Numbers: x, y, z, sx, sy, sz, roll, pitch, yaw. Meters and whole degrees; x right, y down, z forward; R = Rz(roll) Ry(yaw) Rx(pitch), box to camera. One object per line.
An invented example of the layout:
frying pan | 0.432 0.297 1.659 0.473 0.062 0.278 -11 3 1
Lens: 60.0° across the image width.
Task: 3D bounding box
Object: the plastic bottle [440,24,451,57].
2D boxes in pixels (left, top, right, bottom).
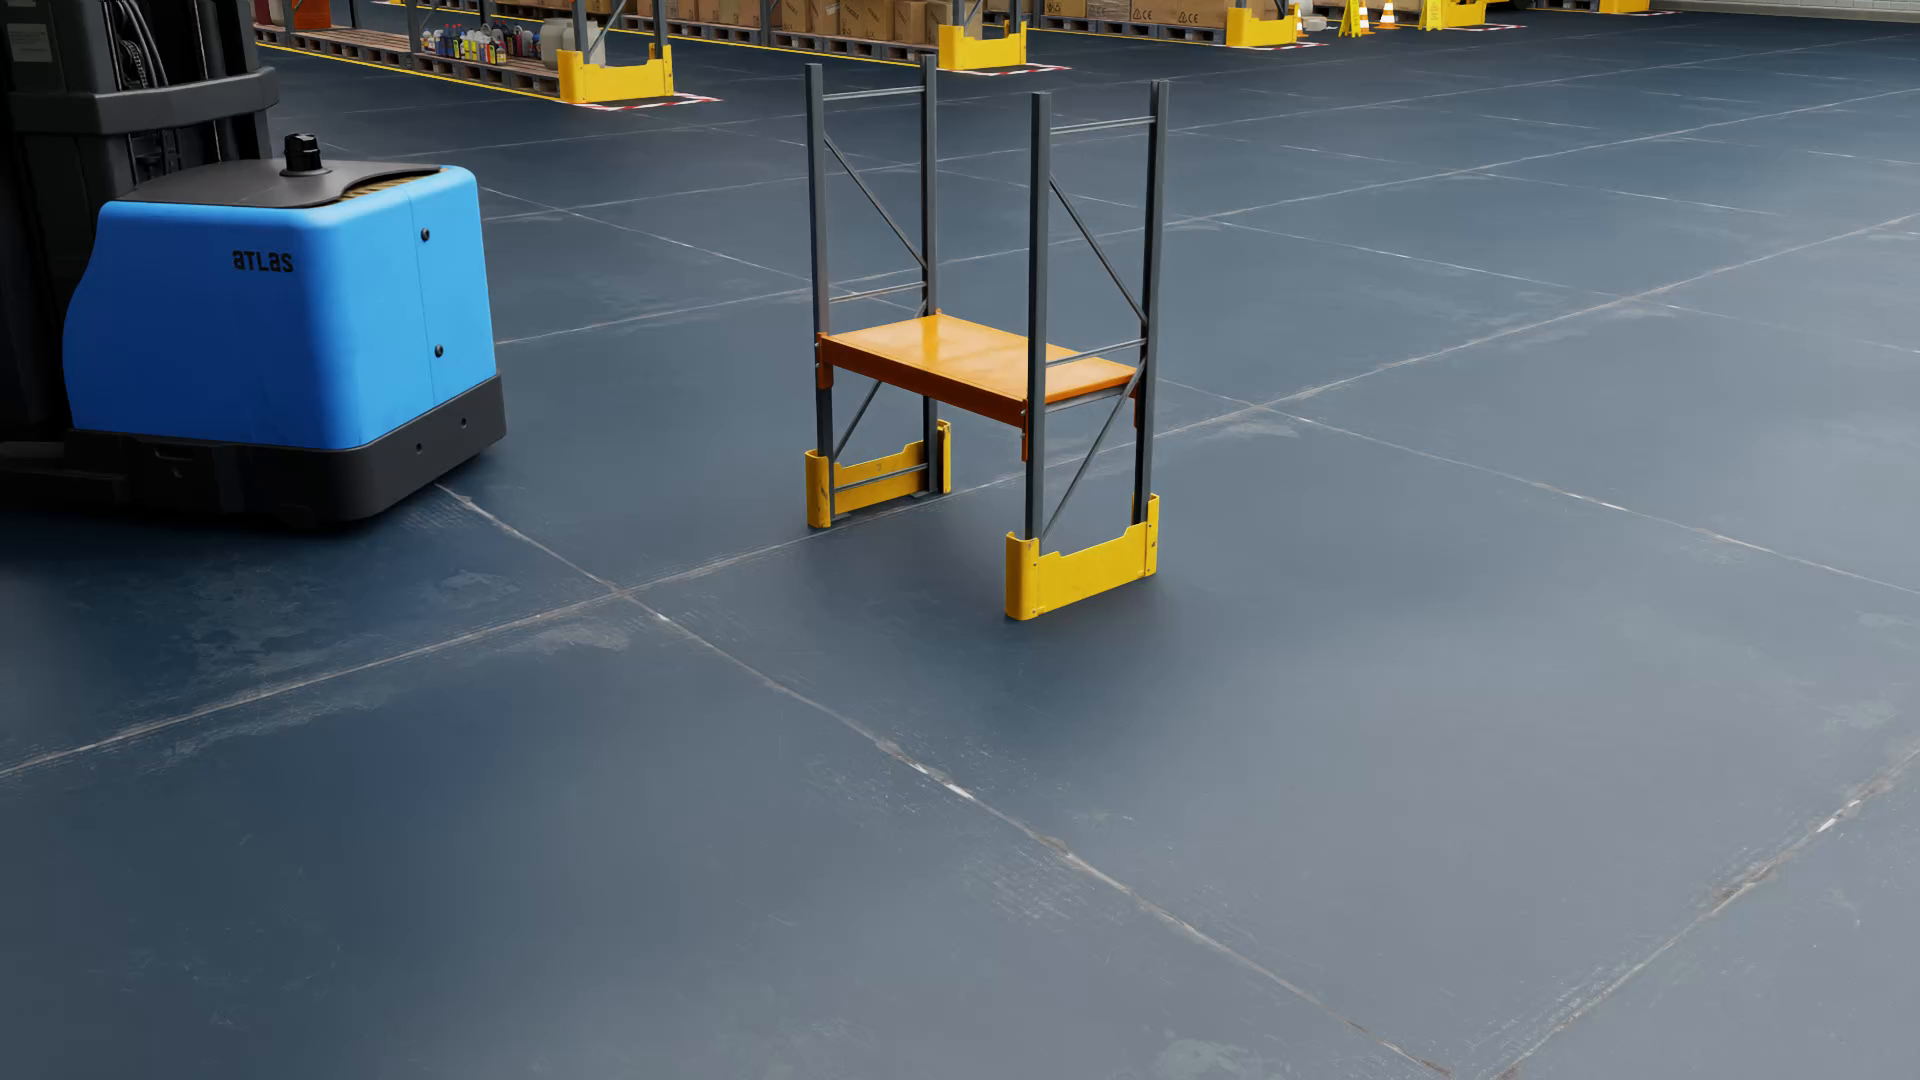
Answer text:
plastic bottle | -5.824 -5.682 18.908 0.144 0.351 0.185 -17 27 -36

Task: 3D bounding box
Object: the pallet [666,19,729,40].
pallet | -3.594 -7.465 24.255 1.003 0.211 1.213 -17 27 -37

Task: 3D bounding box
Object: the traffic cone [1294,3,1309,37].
traffic cone | 4.879 -7.563 24.159 0.336 0.463 0.334 -17 27 -37

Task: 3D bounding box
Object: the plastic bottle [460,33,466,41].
plastic bottle | -5.576 -5.562 18.708 0.097 0.271 0.097 0 21 0

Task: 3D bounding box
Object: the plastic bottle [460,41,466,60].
plastic bottle | -5.534 -5.477 18.588 0.097 0.201 0.097 0 21 0

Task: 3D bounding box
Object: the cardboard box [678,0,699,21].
cardboard box | -3.696 -7.872 24.295 0.700 0.500 0.500 -15 26 -33

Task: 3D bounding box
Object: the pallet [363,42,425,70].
pallet | -6.578 -5.942 20.366 1.003 0.211 1.213 -17 27 -37

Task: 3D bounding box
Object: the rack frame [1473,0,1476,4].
rack frame | 7.834 -9.466 25.539 1.000 3.000 0.127 -17 27 -37

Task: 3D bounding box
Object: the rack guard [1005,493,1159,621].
rack guard | 0.375 0.042 5.033 0.587 0.250 0.087 -17 27 -37

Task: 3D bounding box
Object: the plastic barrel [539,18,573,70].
plastic barrel | -4.240 -5.267 17.654 0.421 0.512 0.421 0 21 0

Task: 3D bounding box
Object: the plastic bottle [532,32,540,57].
plastic bottle | -4.794 -5.616 18.846 0.097 0.271 0.097 0 21 0

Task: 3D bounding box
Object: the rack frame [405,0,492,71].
rack frame | -6.036 -7.033 19.327 1.000 3.000 0.127 -17 27 -37

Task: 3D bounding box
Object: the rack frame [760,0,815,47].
rack frame | -2.284 -8.212 22.337 1.000 3.000 0.127 -17 27 -37

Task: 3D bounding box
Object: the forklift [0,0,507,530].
forklift | -3.293 -1.670 5.728 3.031 2.935 1.130 5 22 13

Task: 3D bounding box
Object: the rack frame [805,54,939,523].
rack frame | -0.276 -0.815 5.509 0.500 1.500 0.032 -17 27 -37

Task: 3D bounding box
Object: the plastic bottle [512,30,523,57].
plastic bottle | -5.039 -5.650 18.917 0.061 0.283 0.133 -17 27 -37

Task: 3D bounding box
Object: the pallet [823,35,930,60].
pallet | -1.018 -6.399 21.532 1.003 0.211 1.213 -17 27 -37

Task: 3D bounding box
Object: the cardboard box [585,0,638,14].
cardboard box | -5.330 -8.719 25.969 1.225 0.875 0.875 -19 28 -40

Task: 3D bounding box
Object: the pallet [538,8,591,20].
pallet | -6.145 -8.591 27.129 1.003 0.211 1.213 -17 27 -37

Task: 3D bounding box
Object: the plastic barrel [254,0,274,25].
plastic barrel | -9.717 -7.654 23.643 0.600 0.588 0.708 -17 27 -37

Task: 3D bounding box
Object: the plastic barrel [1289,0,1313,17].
plastic barrel | 5.339 -8.477 26.545 0.512 0.421 0.421 0 21 -1

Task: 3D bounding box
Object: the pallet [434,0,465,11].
pallet | -8.744 -9.690 29.934 1.003 0.211 1.213 -17 27 -37

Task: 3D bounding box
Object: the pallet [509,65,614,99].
pallet | -4.037 -4.865 17.615 1.003 0.211 1.213 -17 27 -37

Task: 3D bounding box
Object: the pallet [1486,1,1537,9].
pallet | 10.269 -9.888 30.441 1.003 0.211 1.213 -17 27 -37

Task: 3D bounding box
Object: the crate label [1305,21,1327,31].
crate label | 5.397 -7.789 25.183 0.298 0.136 0.250 7 23 18

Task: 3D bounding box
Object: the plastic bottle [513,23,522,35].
plastic bottle | -5.062 -5.753 19.087 0.144 0.351 0.185 -18 27 -38

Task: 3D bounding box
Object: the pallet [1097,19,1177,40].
pallet | 2.777 -7.500 24.344 1.003 0.211 1.213 -17 27 -37

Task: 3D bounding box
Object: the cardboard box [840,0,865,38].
cardboard box | -1.209 -6.814 21.620 0.500 0.500 0.500 19 29 40

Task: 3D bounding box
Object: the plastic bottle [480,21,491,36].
plastic bottle | -5.507 -5.861 19.363 0.144 0.351 0.185 -17 27 -37

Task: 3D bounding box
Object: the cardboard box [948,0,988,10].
cardboard box | 0.439 -8.930 26.680 1.050 0.750 0.750 -17 27 -37

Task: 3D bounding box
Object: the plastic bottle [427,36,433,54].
plastic bottle | -6.094 -5.714 19.194 0.097 0.201 0.097 0 21 0

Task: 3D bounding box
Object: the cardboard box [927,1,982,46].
cardboard box | -0.068 -6.315 20.346 0.500 0.500 0.500 -12 24 -28

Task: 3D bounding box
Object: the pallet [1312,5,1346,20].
pallet | 6.489 -8.758 27.556 1.003 0.211 1.213 -17 27 -37

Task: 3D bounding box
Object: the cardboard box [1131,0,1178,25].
cardboard box | 3.082 -7.880 23.827 0.875 0.875 0.875 -18 28 -38

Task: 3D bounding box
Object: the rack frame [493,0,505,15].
rack frame | -7.506 -10.422 27.980 1.000 3.000 0.127 -17 27 -37

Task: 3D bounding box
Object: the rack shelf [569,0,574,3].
rack shelf | -4.731 -6.145 18.047 1.077 0.370 4.000 -17 27 -37

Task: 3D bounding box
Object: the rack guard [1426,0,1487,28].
rack guard | 7.785 -8.323 26.048 1.175 0.500 0.348 -17 27 -37

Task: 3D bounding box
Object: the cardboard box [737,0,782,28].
cardboard box | -2.669 -7.428 23.159 0.500 0.500 0.700 20 29 41

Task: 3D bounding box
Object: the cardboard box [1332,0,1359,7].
cardboard box | 6.425 -8.829 27.106 0.500 0.250 0.500 -19 28 -39

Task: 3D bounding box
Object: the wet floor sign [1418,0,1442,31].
wet floor sign | 7.148 -8.062 25.184 0.267 0.644 0.232 -8 23 -19

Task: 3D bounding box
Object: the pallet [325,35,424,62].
pallet | -7.379 -6.279 21.227 1.003 0.211 1.213 -17 27 -37

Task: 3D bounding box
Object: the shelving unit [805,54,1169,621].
shelving unit | 0.050 -0.677 5.157 0.587 1.500 1.083 -17 27 -37

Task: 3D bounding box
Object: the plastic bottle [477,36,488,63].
plastic bottle | -5.191 -5.382 18.243 0.152 0.276 0.135 -18 28 -39

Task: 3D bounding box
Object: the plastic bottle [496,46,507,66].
plastic bottle | -4.956 -5.233 17.964 0.097 0.201 0.097 0 21 0

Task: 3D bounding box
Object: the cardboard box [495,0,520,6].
cardboard box | -7.073 -9.456 27.852 1.225 0.875 0.875 -17 27 -37
